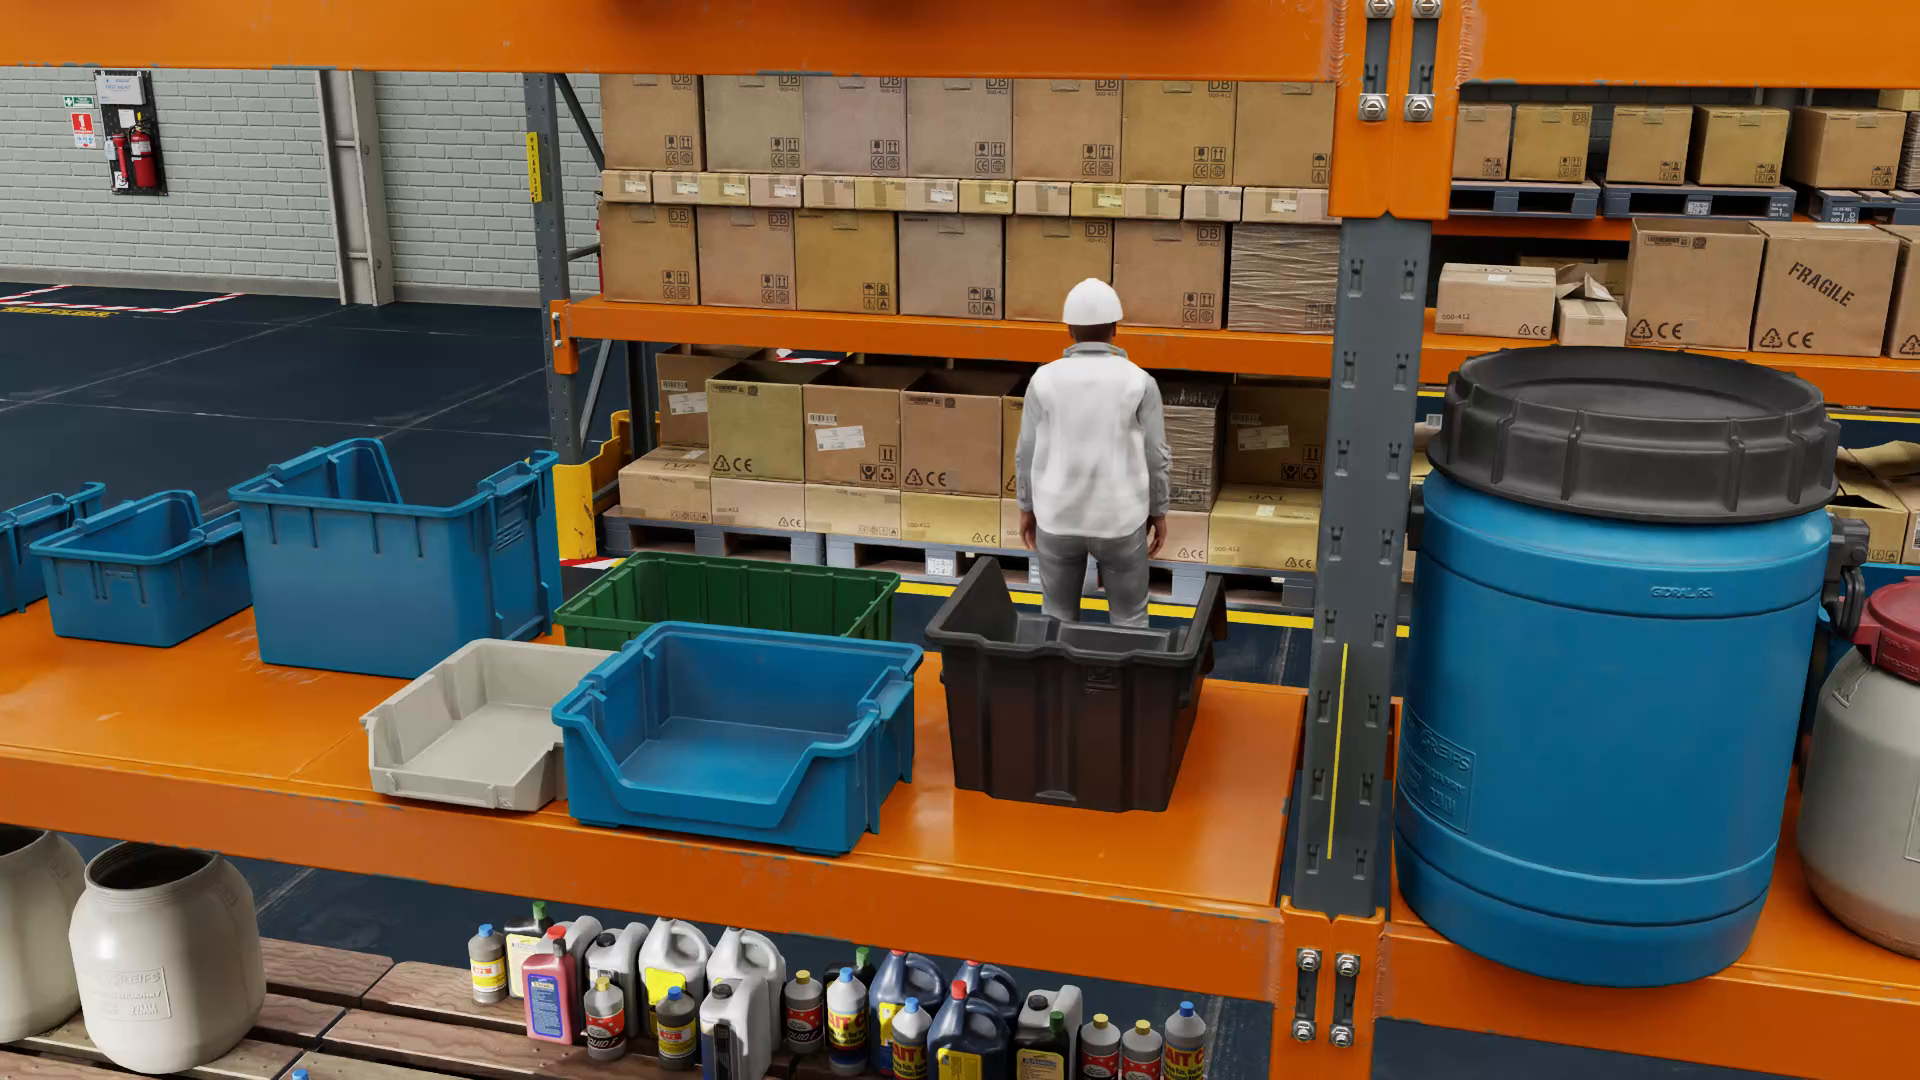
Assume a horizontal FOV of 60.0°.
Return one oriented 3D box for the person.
[{"bbox_3d":[0.501,-0.094,6.309,0.583,1.767,0.464,4,18,11],"label":"person"}]
